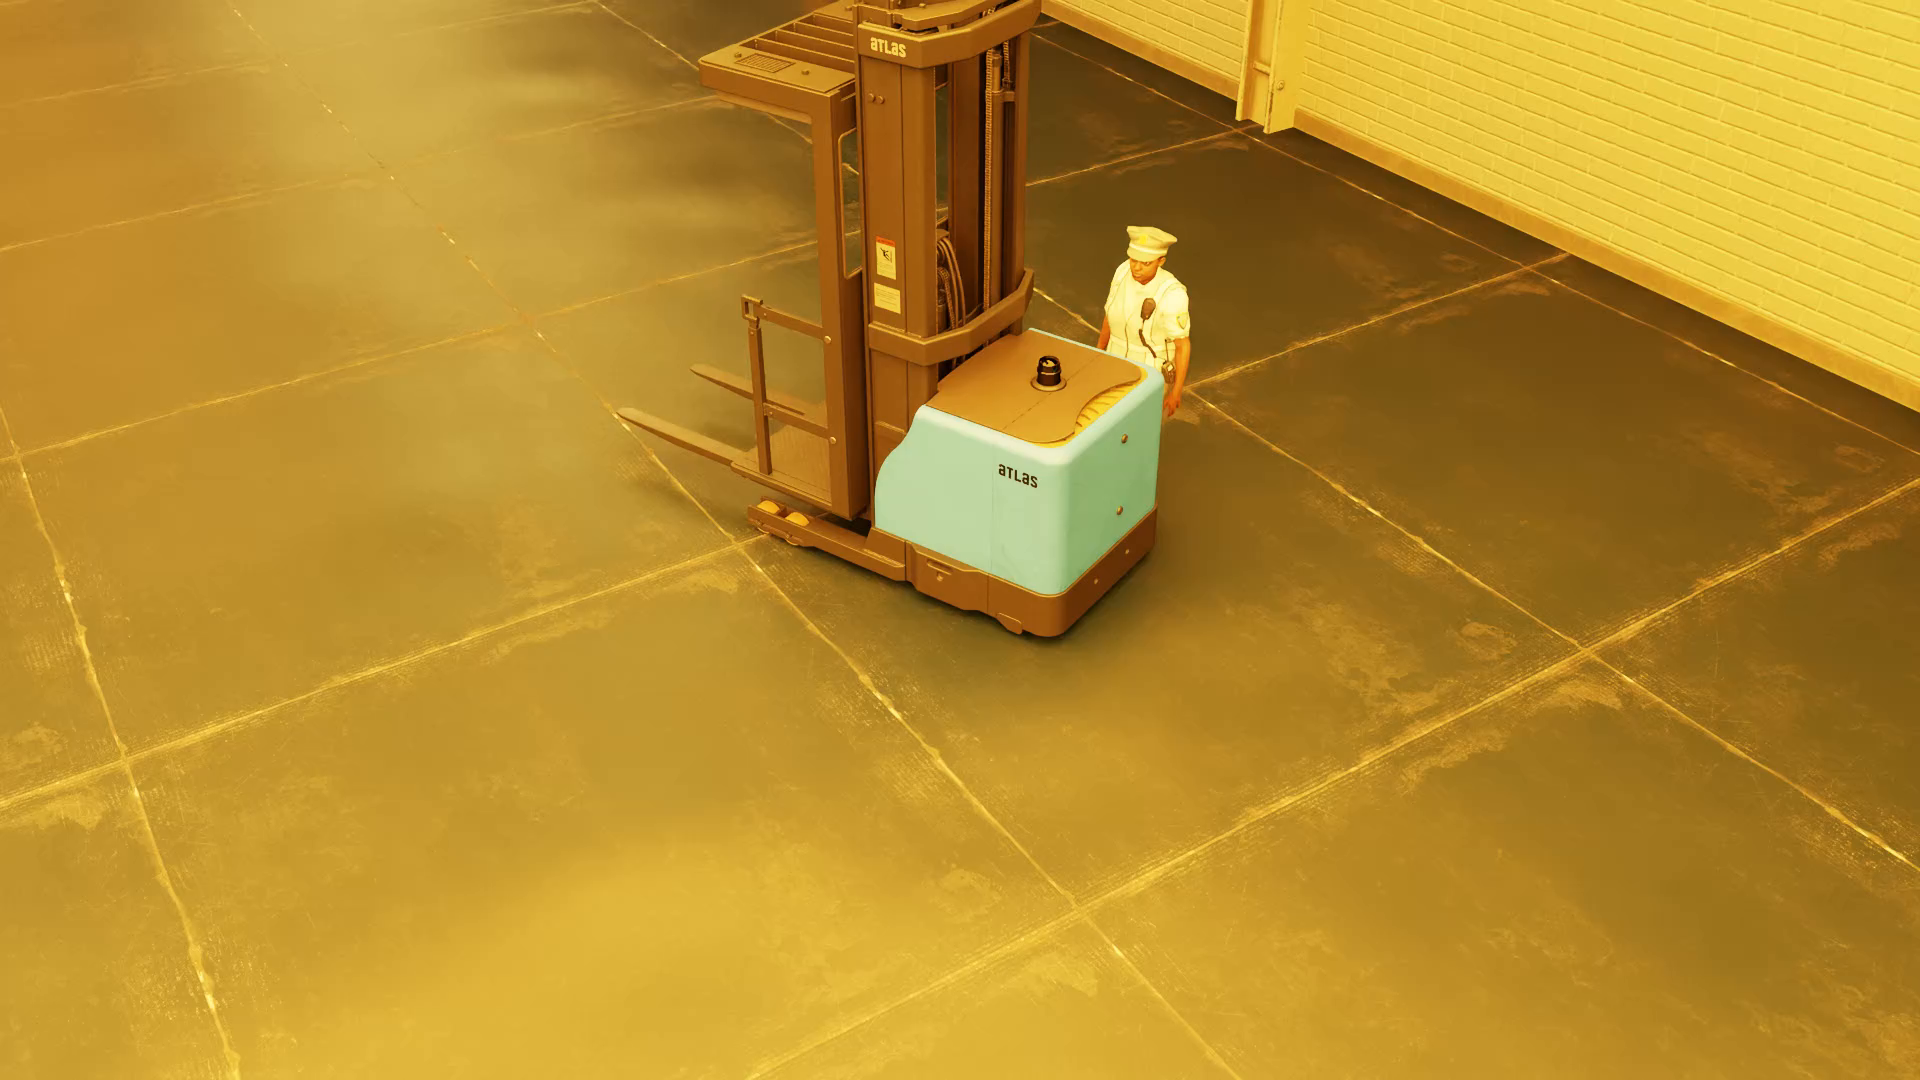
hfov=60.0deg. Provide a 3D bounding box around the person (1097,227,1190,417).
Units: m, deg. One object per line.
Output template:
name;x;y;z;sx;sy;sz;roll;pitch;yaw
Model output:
person;0.811;-0.793;8.353;0.573;1.678;0.567;28;44;34

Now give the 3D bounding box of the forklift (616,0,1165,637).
forklift;-0.500;-1.399;8.138;3.031;2.935;1.130;22;41;28
